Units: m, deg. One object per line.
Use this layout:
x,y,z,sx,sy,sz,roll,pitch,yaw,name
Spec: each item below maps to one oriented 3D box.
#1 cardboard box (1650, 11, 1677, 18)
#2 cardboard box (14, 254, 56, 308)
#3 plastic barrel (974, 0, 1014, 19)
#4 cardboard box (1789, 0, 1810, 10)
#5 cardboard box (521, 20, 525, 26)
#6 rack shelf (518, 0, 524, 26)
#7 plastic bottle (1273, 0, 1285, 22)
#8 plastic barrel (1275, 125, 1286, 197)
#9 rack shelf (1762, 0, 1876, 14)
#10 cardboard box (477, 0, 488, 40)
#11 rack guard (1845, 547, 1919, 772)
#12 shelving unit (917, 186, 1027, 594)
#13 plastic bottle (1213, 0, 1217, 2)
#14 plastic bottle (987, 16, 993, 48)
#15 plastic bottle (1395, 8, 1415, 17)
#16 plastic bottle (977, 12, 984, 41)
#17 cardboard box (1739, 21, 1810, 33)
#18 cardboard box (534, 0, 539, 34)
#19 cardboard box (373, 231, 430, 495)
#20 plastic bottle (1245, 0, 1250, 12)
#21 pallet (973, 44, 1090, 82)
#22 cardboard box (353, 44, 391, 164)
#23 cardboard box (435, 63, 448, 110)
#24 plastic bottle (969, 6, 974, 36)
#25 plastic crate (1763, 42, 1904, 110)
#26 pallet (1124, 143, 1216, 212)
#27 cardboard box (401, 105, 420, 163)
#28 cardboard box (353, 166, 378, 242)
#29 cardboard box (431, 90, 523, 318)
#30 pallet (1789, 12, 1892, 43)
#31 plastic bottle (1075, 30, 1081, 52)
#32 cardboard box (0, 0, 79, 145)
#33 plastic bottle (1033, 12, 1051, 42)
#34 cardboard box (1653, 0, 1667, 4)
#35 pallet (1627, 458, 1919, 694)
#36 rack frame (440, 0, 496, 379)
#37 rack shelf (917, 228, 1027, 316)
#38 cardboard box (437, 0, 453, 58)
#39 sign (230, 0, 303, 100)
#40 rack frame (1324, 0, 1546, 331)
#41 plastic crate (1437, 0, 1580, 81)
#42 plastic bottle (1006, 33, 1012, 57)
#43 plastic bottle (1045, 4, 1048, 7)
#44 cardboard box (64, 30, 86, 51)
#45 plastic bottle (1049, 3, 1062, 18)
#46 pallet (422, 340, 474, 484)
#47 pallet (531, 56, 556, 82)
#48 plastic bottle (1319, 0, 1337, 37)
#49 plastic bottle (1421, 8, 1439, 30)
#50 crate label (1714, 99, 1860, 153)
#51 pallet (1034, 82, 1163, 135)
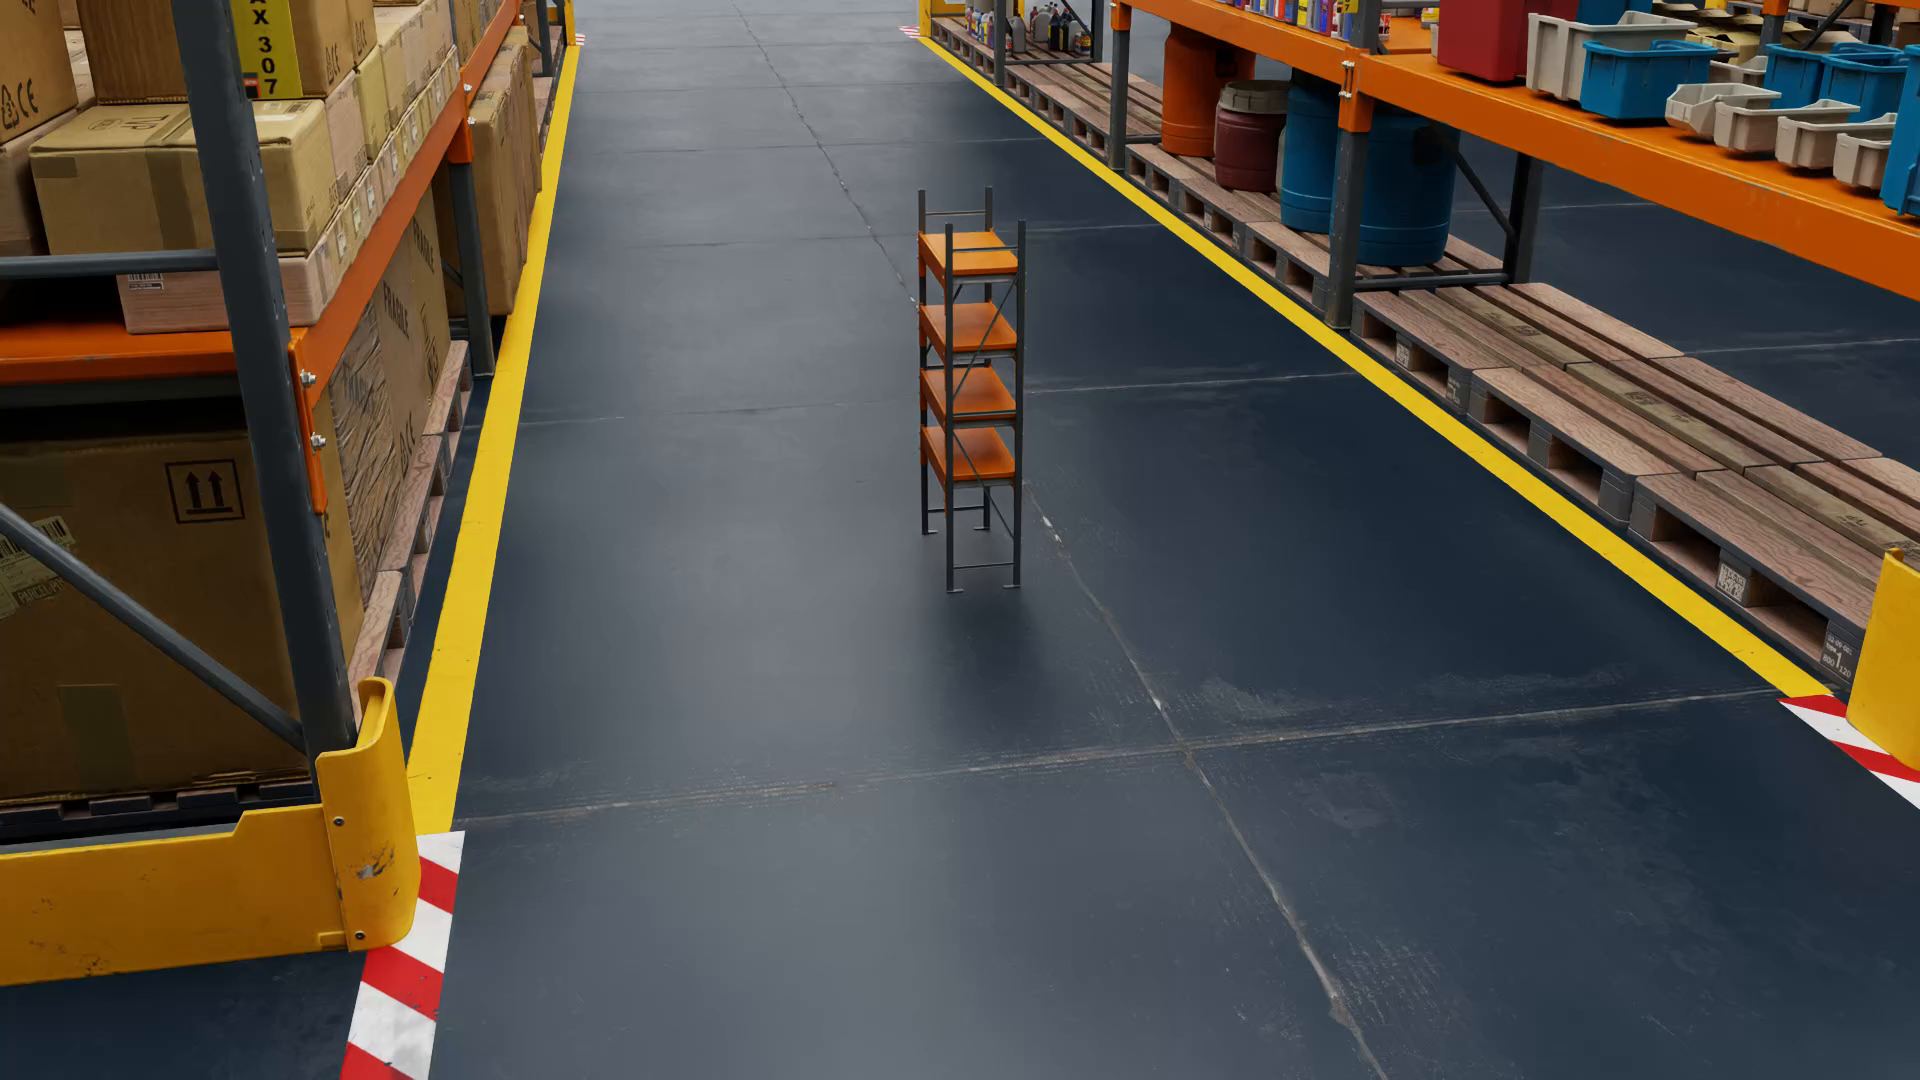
5.798,-4.364,14.204,0.500,0.311,0.500,-4,24,-8,cardboard box
-2.275,-0.611,3.715,0.380,0.149,0.250,-4,24,-9,cardboard box
0.362,-5.770,17.798,0.421,0.512,0.421,0,24,0,plastic barrel
9.954,-6.368,19.392,0.500,0.311,0.500,-2,24,-5,cardboard box
-3.963,-4.041,13.829,0.700,0.500,0.500,-6,24,-14,cardboard box
-3.685,-4.112,12.316,1.077,0.370,4.000,-4,24,-10,rack shelf
1.740,-2.865,8.716,0.152,0.276,0.135,-4,24,-10,plastic bottle
2.060,-2.223,9.676,0.421,0.512,0.421,0,24,0,plastic barrel
6.051,-4.844,13.992,1.077,0.370,4.000,-4,24,-10,rack shelf
-2.601,-2.722,8.109,0.500,0.500,0.500,-5,24,-11,cardboard box
3.048,0.279,4.487,1.175,0.500,0.348,-4,24,-10,rack guard
0.031,-0.485,5.361,0.258,1.200,0.503,-4,24,-10,shelving unit
1.522,-3.267,9.643,0.097,0.271,0.097,0,24,0,plastic bottle
0.303,-4.920,16.112,0.061,0.283,0.133,-3,24,-6,plastic bottle
2.409,-2.966,8.948,0.152,0.276,0.135,-4,24,-10,plastic bottle
0.221,-5.130,16.606,0.097,0.271,0.097,0,24,0,plastic bottle
6.507,-4.010,13.394,0.500,0.311,0.500,-5,24,-11,cardboard box
-4.552,-5.369,16.895,0.500,0.500,0.500,2,24,4,cardboard box
-2.366,-0.681,5.691,0.875,0.875,0.875,-4,24,-10,cardboard box
1.624,-3.018,9.161,0.097,0.201,0.097,0,24,0,plastic bottle
0.729,-4.584,15.983,1.003,0.211,1.213,-4,24,-10,pallet
-1.852,-1.187,4.535,0.500,0.250,0.500,-5,24,-12,cardboard box
-2.102,-1.669,6.137,0.380,0.149,0.250,-5,24,-11,cardboard box
0.126,-5.299,16.978,0.061,0.283,0.133,-4,24,-9,plastic bottle
3.010,-1.583,5.761,0.416,0.233,0.300,-4,24,-10,plastic crate
1.739,-2.437,11.066,1.003,0.211,1.213,-4,24,-10,pallet
-1.914,-1.265,5.213,0.380,0.149,0.250,-4,24,-9,cardboard box
-1.723,-0.861,4.288,0.380,0.149,0.250,-5,24,-11,cardboard box
-2.714,-1.551,7.683,1.225,0.875,0.875,-4,24,-10,cardboard box
10.161,-5.793,18.750,1.003,0.211,1.213,-4,24,-10,pallet
1.147,-4.752,15.829,0.097,0.201,0.097,0,24,0,plastic bottle
-2.185,-1.092,3.381,0.500,0.500,0.500,-4,24,-9,cardboard box
0.816,-5.117,16.572,0.152,0.276,0.135,-4,24,-10,plastic bottle
6.140,-4.807,15.219,0.500,0.311,0.500,-4,24,-8,cardboard box
2.917,0.076,5.313,1.003,0.211,1.213,-4,24,-10,pallet
-2.576,-2.082,6.769,1.000,3.000,0.127,-4,24,-10,rack frame
0.031,-0.845,5.203,0.258,0.148,0.480,-4,24,-10,rack shelf
-2.236,-1.995,6.386,0.500,0.250,0.500,-5,24,-11,cardboard box
-1.290,-0.980,3.066,0.100,0.325,0.005,-4,24,-10,sign
2.292,-2.448,7.608,1.000,3.000,0.127,-4,24,-10,rack frame
2.210,-2.135,6.737,0.402,0.464,0.583,-4,24,-10,plastic crate
0.439,-4.634,15.559,0.097,0.201,0.097,0,24,0,plastic bottle
0.883,-5.391,17.189,0.061,0.283,0.133,-4,24,-8,plastic bottle
-2.475,-1.351,4.912,0.500,0.250,0.500,-4,24,-10,cardboard box
0.957,-5.172,16.605,0.144,0.351,0.185,-4,24,-10,plastic bottle
-2.512,-0.499,6.629,1.003,0.211,1.213,-4,24,-10,pallet
-4.214,-4.212,15.131,1.003,0.211,1.213,-4,24,-10,pallet
1.813,-2.614,8.132,0.061,0.283,0.133,-4,24,-10,plastic bottle
2.394,-2.695,8.421,0.097,0.201,0.097,0,24,0,plastic bottle
2.588,-1.312,5.260,0.396,0.136,0.243,-4,24,-10,crate label
1.225,-3.530,13.569,1.003,0.211,1.213,-4,24,-10,pallet
